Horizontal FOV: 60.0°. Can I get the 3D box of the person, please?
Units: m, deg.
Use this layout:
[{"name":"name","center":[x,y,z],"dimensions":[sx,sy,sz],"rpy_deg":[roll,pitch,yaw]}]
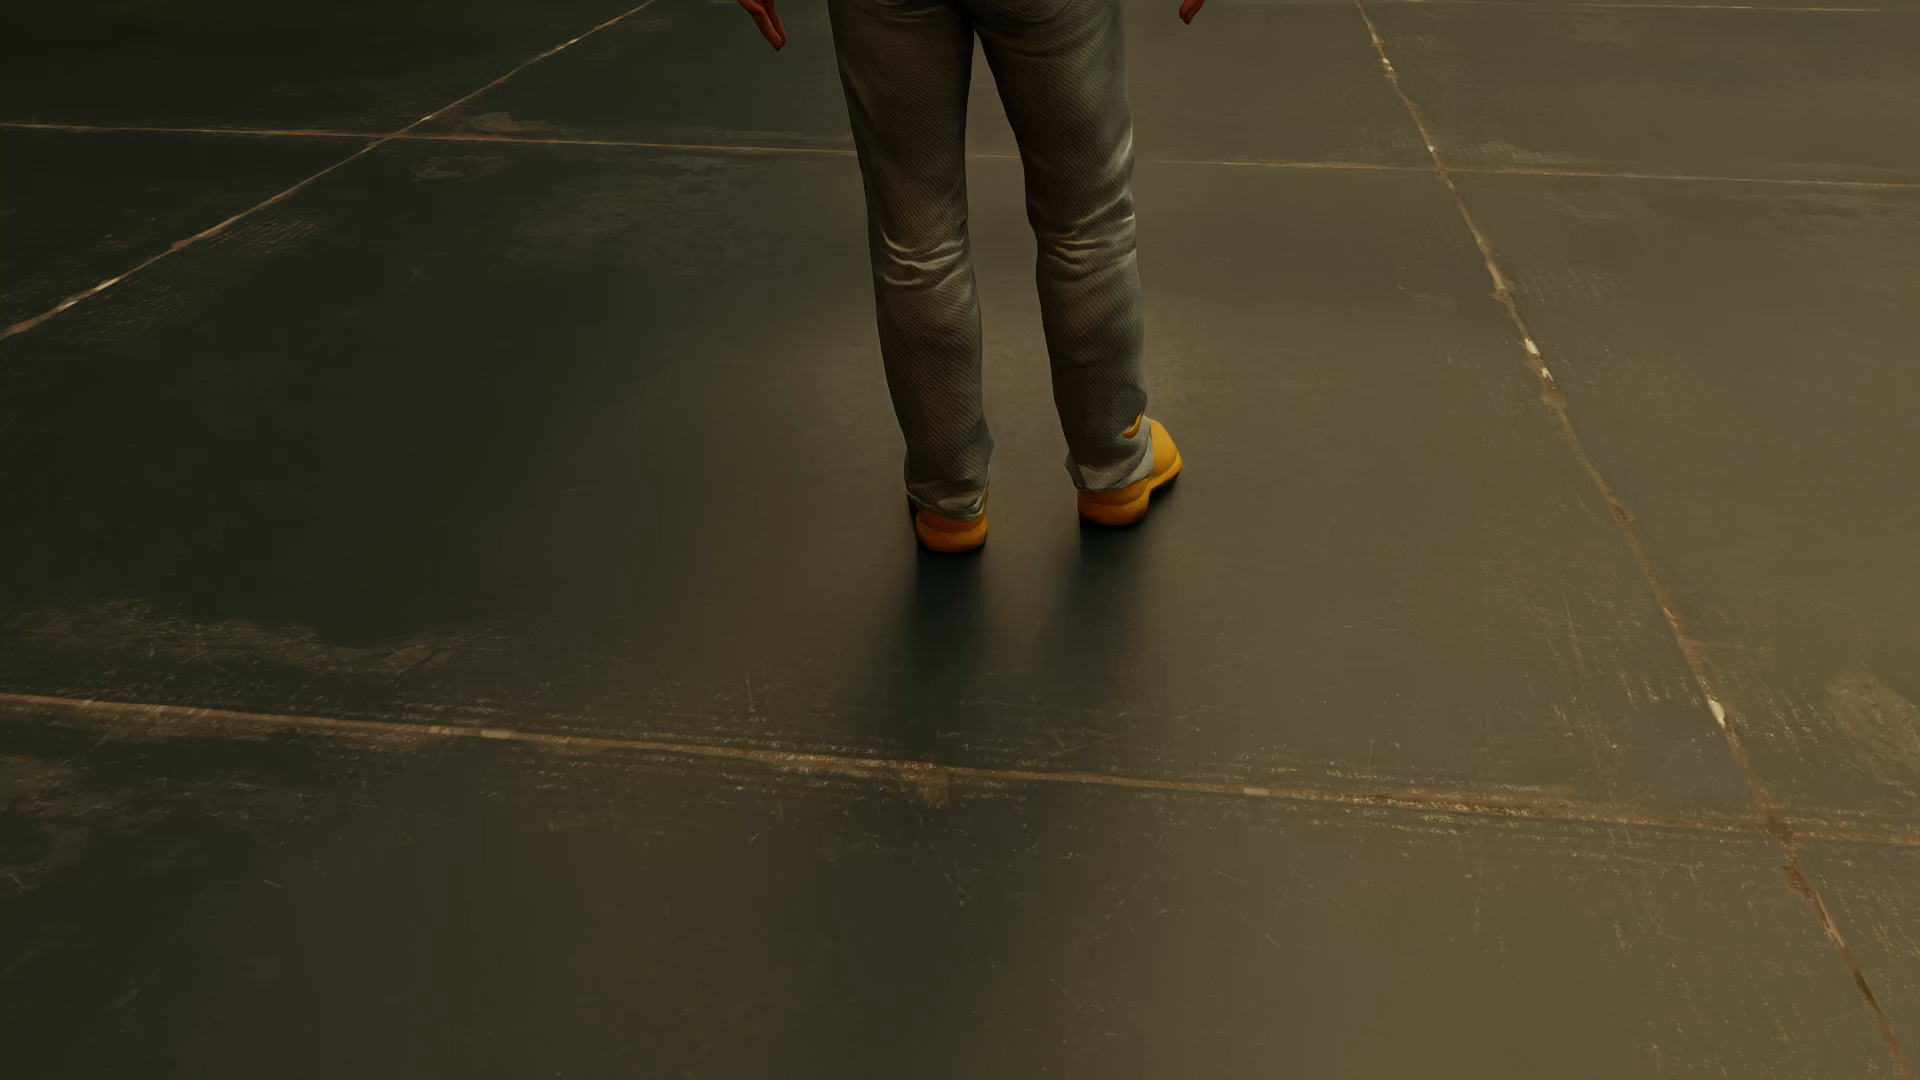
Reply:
[{"name":"person","center":[0.015,-0.827,2.164],"dimensions":[0.665,1.768,0.575],"rpy_deg":[3,27,7]}]
